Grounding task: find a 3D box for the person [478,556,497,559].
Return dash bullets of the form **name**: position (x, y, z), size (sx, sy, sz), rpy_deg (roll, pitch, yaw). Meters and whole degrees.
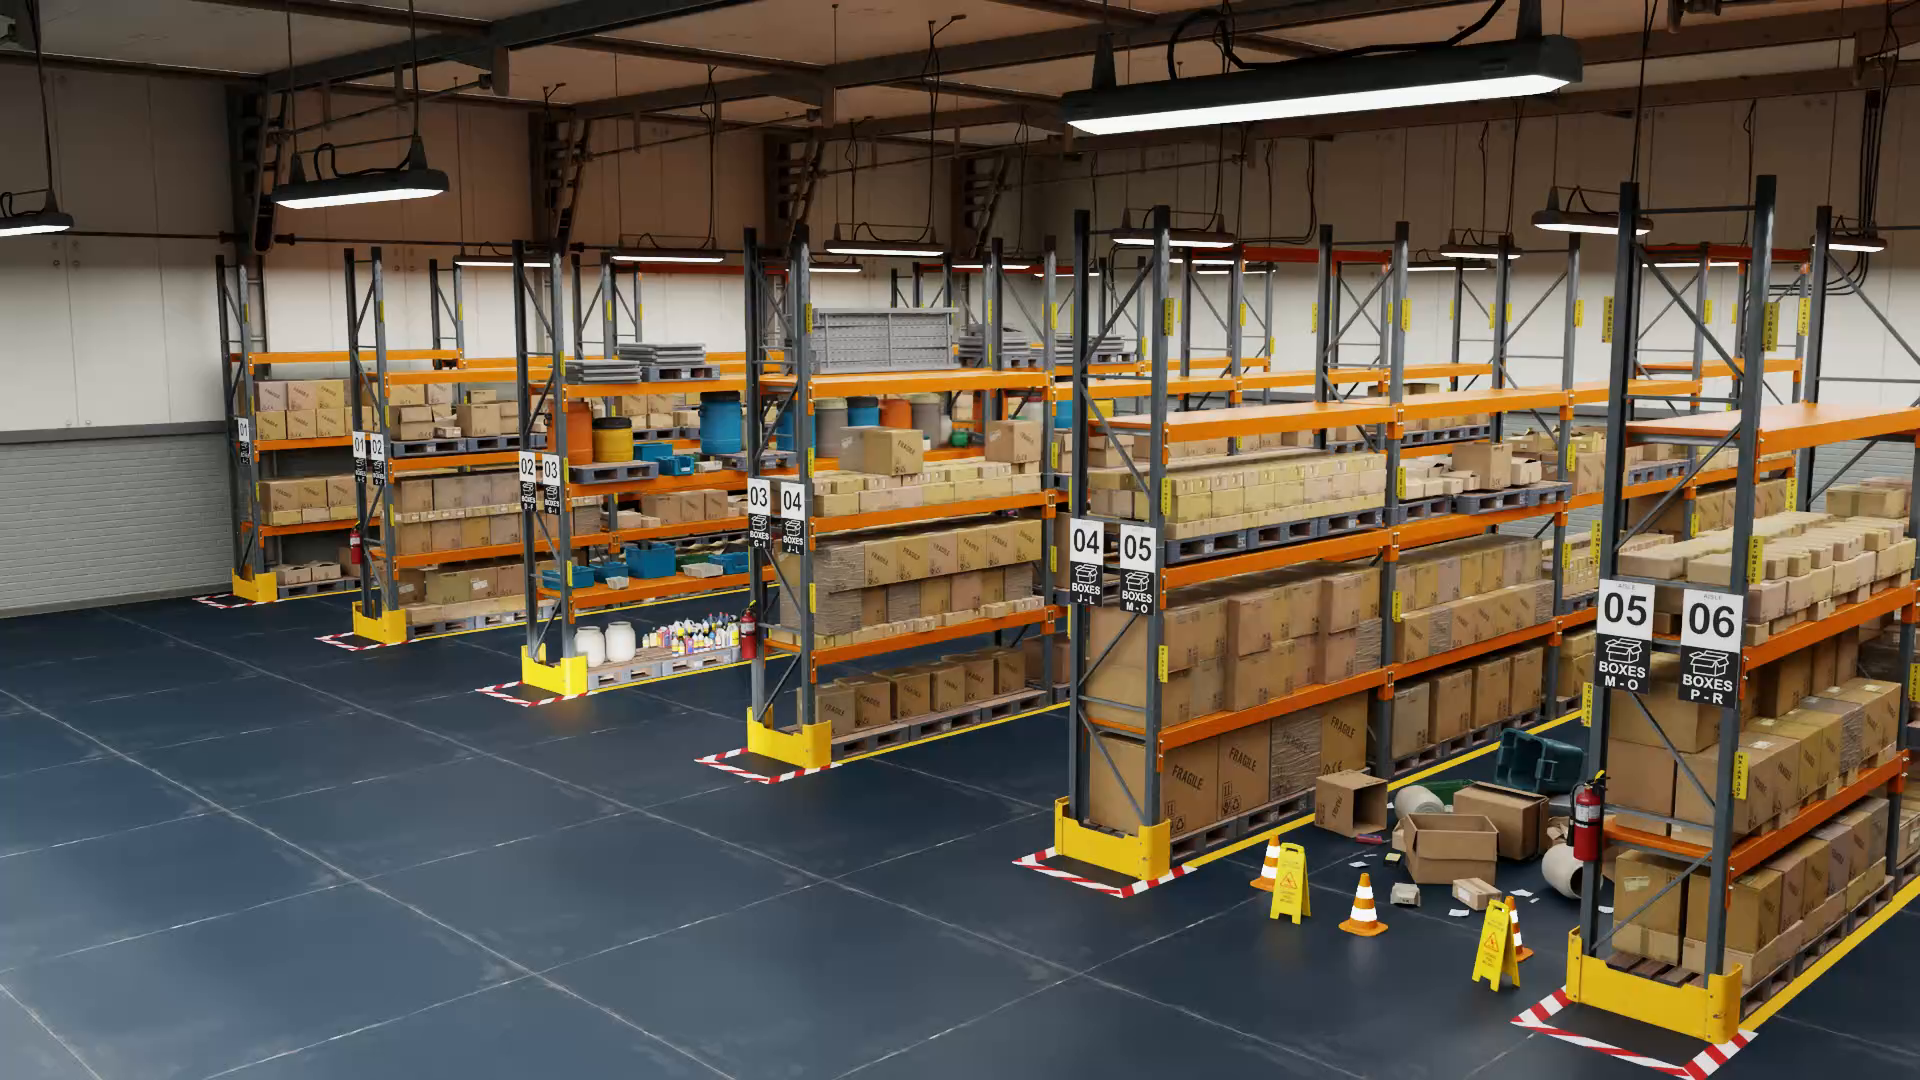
- **person**: position (-8.403, 0.122, 29.699), size (0.599, 1.663, 0.837), rpy_deg (7, 11, 41)
